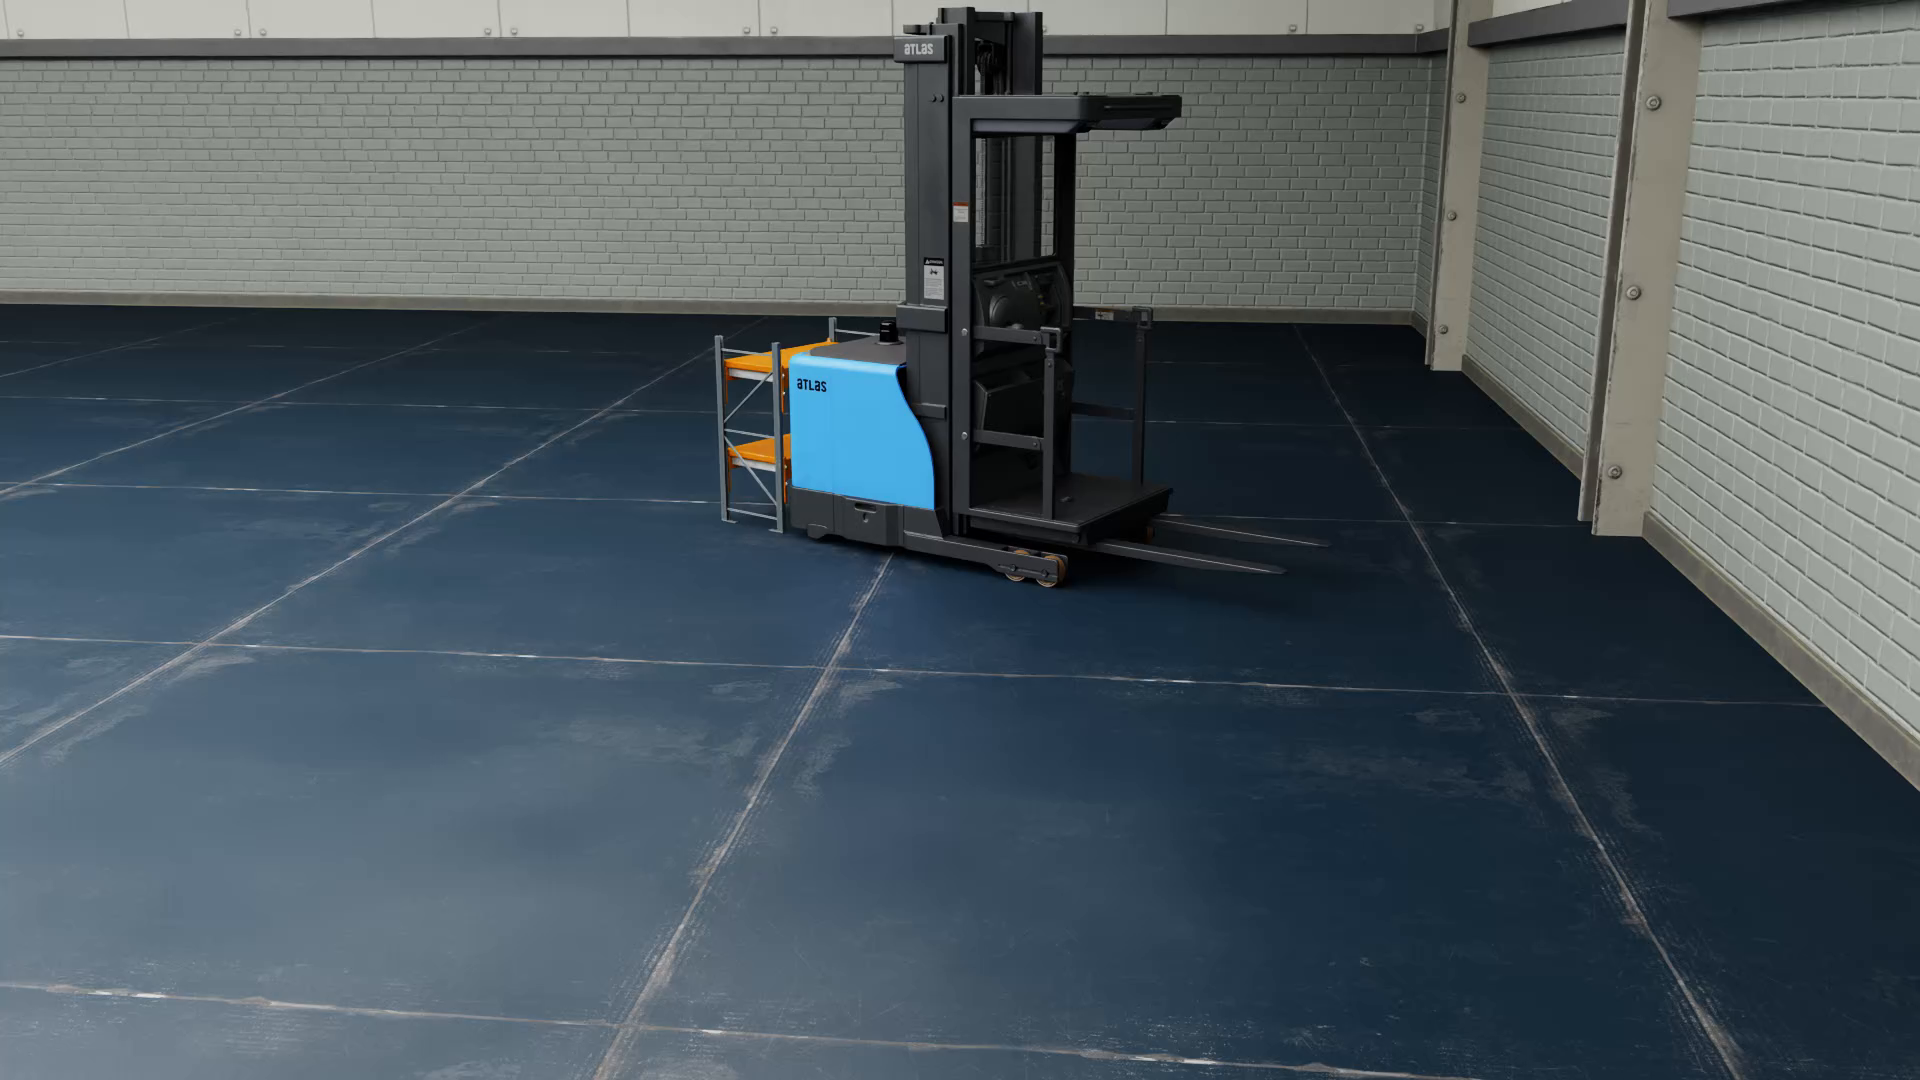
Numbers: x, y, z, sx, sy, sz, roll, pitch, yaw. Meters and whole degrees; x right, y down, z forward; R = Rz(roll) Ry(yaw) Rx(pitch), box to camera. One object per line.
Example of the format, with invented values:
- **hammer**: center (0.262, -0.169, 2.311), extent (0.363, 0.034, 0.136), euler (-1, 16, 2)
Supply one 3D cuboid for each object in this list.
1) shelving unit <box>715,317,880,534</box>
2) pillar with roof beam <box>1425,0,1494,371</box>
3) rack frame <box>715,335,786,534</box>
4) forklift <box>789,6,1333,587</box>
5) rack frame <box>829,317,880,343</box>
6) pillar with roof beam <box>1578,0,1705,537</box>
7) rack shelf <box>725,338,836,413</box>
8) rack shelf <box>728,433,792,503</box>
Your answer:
- **shelving unit**: center (-0.932, -0.730, 10.205), extent (0.538, 1.125, 1.048), euler (11, 19, 35)
- **pillar with roof beam**: center (0.298, -6.103, 14.991), extent (9.100, 9.000, 0.400), euler (2, 15, 6)
- **rack frame**: center (-1.237, -0.623, 9.813), extent (0.500, 1.125, 0.032), euler (11, 19, 35)
- **forklift**: center (0.518, -1.325, 8.946), extent (3.031, 2.935, 1.130), euler (10, 18, 32)
- **rack frame**: center (-0.626, -0.836, 10.598), extent (0.500, 1.125, 0.032), euler (11, 19, 35)
- **pillar with roof beam**: center (-0.379, -4.546, 9.236), extent (9.100, 9.000, 0.400), euler (2, 15, 6)
- **rack shelf**: center (-0.932, -1.012, 10.129), extent (0.538, 0.278, 1.000), euler (11, 19, 35)
- **rack shelf**: center (-0.932, -0.494, 10.269), extent (0.538, 0.278, 1.000), euler (11, 19, 35)
